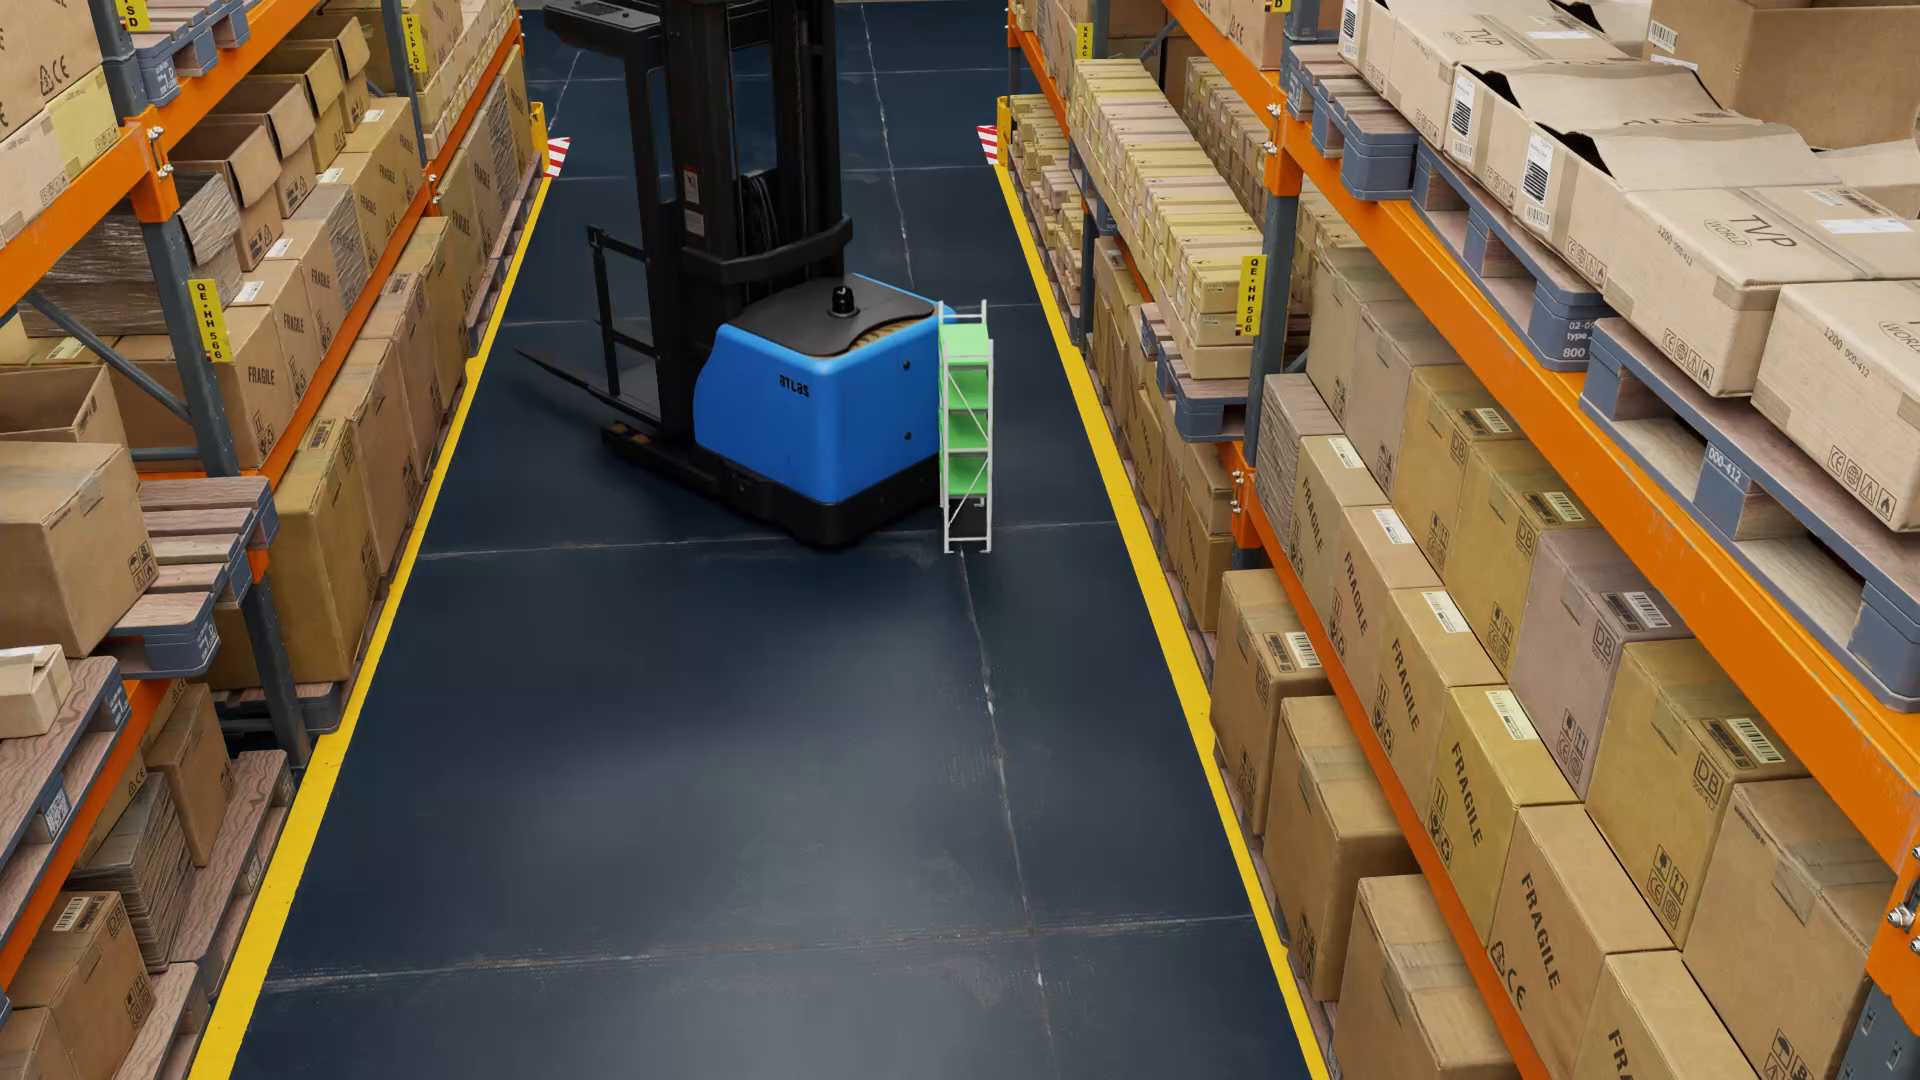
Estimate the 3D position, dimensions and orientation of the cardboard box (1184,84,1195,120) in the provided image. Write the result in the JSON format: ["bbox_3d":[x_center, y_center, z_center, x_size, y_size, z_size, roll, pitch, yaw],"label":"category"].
[{"bbox_3d":[1.509,-2.545,9.631,0.380,0.149,0.250,-2,31,-3],"label":"cardboard box"}]

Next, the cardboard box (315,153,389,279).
[{"bbox_3d":[-3.262,-1.650,8.491,0.500,0.500,0.500,-3,31,-5],"label":"cardboard box"}]

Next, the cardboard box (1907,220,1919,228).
[{"bbox_3d":[2.150,-0.585,3.618,0.380,0.149,0.250,-3,31,-5],"label":"cardboard box"}]

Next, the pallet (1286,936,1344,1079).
[{"bbox_3d":[1.758,1.728,5.651,1.003,0.211,1.213,-3,31,-5],"label":"pallet"}]

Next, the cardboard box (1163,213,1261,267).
[{"bbox_3d":[1.100,-1.315,7.281,0.380,0.149,0.250,-2,31,-3],"label":"cardboard box"}]

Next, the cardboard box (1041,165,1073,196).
[{"bbox_3d":[0.787,-2.582,11.938,0.380,0.149,0.250,-4,31,-6],"label":"cardboard box"}]

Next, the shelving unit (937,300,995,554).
[{"bbox_3d":[0.027,-0.574,8.541,0.258,1.200,0.503,-2,31,-3],"label":"shelving unit"}]

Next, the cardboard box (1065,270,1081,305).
[{"bbox_3d":[0.899,-1.679,11.006,0.380,0.149,0.250,-2,31,-4],"label":"cardboard box"}]

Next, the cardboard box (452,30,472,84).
[{"bbox_3d":[-3.552,-3.187,11.016,0.500,0.250,0.500,-2,31,-3],"label":"cardboard box"}]

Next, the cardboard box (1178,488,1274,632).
[{"bbox_3d":[1.327,0.073,7.731,0.500,0.500,0.500,-3,31,-5],"label":"cardboard box"}]

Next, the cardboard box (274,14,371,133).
[{"bbox_3d":[-3.605,-2.501,8.935,0.797,0.503,0.637,-4,31,-6],"label":"cardboard box"}]

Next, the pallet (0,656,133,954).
[{"bbox_3d":[-3.074,0.781,4.705,1.003,0.211,1.213,-3,31,-5],"label":"pallet"}]

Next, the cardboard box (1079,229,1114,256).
[{"bbox_3d":[0.982,-1.920,10.829,0.380,0.149,0.250,-2,31,-3],"label":"cardboard box"}]

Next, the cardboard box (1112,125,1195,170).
[{"bbox_3d":[0.975,-1.983,8.401,0.380,0.149,0.250,-2,31,-3],"label":"cardboard box"}]

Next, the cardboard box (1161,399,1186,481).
[{"bbox_3d":[1.266,-0.520,7.991,0.500,0.250,0.500,-2,31,-4],"label":"cardboard box"}]

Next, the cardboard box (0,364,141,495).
[{"bbox_3d":[-3.209,-0.260,5.753,0.500,0.500,0.500,-6,31,-11],"label":"cardboard box"}]

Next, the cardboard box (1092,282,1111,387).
[{"bbox_3d":[1.080,-1.256,9.956,0.500,0.500,0.500,-2,31,-3],"label":"cardboard box"}]

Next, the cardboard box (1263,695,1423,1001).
[{"bbox_3d":[1.701,1.050,5.851,1.050,0.750,0.750,-2,31,-4],"label":"cardboard box"}]

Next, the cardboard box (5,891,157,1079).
[{"bbox_3d":[-3.092,1.487,5.345,0.700,0.500,0.500,0,31,0],"label":"cardboard box"}]

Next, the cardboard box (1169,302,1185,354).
[{"bbox_3d":[1.123,-0.926,7.210,0.380,0.149,0.250,-3,31,-5],"label":"cardboard box"}]

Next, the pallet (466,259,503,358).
[{"bbox_3d":[-3.666,-1.547,11.135,1.003,0.211,1.213,-3,31,-5],"label":"pallet"}]

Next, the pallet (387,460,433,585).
[{"bbox_3d":[-3.409,-0.141,8.780,1.003,0.211,1.213,-3,31,-5],"label":"pallet"}]

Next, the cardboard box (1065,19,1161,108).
[{"bbox_3d":[0.948,-2.943,10.364,0.500,0.500,0.500,-3,31,-5],"label":"cardboard box"}]

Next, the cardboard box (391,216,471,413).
[{"bbox_3d":[-3.593,-1.295,9.655,1.225,0.875,0.875,-3,31,-4],"label":"cardboard box"}]

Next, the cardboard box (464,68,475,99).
[{"bbox_3d":[-3.491,-3.073,11.215,0.380,0.149,0.250,-2,31,-4],"label":"cardboard box"}]

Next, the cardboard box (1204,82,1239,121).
[{"bbox_3d":[1.555,-2.402,9.101,0.380,0.149,0.250,-4,31,-6],"label":"cardboard box"}]

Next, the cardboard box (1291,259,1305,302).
[{"bbox_3d":[1.730,-1.219,7.702,0.380,0.149,0.250,-1,31,-2],"label":"cardboard box"}]

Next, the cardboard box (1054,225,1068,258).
[{"bbox_3d":[0.849,-2.042,11.324,0.380,0.149,0.250,-4,31,-6],"label":"cardboard box"}]

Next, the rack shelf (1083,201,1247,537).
[{"bbox_3d":[1.462,-1.209,8.550,1.077,0.370,4.000,-3,31,-5],"label":"rack shelf"}]

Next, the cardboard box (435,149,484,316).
[{"bbox_3d":[-3.655,-1.962,10.771,0.875,0.875,0.875,-3,31,-5],"label":"cardboard box"}]

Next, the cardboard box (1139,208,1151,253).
[{"bbox_3d":[1.051,-1.452,7.802,0.380,0.149,0.250,-3,31,-5],"label":"cardboard box"}]

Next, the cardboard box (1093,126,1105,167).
[{"bbox_3d":[0.929,-2.119,8.918,0.380,0.149,0.250,-4,31,-7],"label":"cardboard box"}]

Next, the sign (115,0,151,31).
[{"bbox_3d":[-2.759,-1.845,5.485,0.100,0.325,0.005,-3,31,-5],"label":"sign"}]

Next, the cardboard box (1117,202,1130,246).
[{"bbox_3d":[1.001,-1.593,8.327,0.380,0.149,0.250,-4,31,-7],"label":"cardboard box"}]

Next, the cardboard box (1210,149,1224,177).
[{"bbox_3d":[1.578,-2.030,9.059,0.380,0.149,0.250,-4,31,-7],"label":"cardboard box"}]

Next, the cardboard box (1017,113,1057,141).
[{"bbox_3d":[0.653,-3.239,13.038,0.380,0.149,0.250,-3,31,-5],"label":"cardboard box"}]

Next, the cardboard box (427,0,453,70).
[{"bbox_3d":[-3.501,-3.246,10.385,0.500,0.500,0.500,-3,31,-5],"label":"cardboard box"}]

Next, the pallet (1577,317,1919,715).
[{"bbox_3d":[1.887,-0.126,3.297,0.805,0.209,1.217,-4,31,-7],"label":"pallet"}]

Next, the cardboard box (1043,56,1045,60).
[{"bbox_3d":[0.801,-3.498,11.926,0.380,0.149,0.250,-2,31,-3],"label":"cardboard box"}]

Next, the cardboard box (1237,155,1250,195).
[{"bbox_3d":[1.635,-1.872,8.505,0.380,0.149,0.250,-3,31,-4],"label":"cardboard box"}]

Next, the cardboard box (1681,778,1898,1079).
[{"bbox_3d":[1.970,0.820,3.379,0.700,0.500,0.500,-3,31,-5],"label":"cardboard box"}]

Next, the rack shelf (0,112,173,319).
[{"bbox_3d":[-3.112,-0.268,4.050,1.077,0.370,4.000,-3,31,-5],"label":"rack shelf"}]

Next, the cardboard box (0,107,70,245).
[{"bbox_3d":[-2.951,-1.050,4.804,0.500,0.250,0.500,-3,31,-5],"label":"cardboard box"}]

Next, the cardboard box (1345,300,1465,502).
[{"bbox_3d":[1.729,-0.481,5.557,0.700,0.500,0.500,-3,31,-5],"label":"cardboard box"}]

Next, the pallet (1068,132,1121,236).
[{"bbox_3d":[1.201,-2.059,9.459,1.003,0.211,1.213,-3,31,-5],"label":"pallet"}]

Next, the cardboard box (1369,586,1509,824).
[{"bbox_3d":[1.563,0.474,4.934,0.500,0.500,0.500,-3,31,-5],"label":"cardboard box"}]

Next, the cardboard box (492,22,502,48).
[{"bbox_3d":[-3.615,-3.732,12.318,0.380,0.149,0.250,-2,31,-4],"label":"cardboard box"}]

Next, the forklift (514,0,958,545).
[{"bbox_3d":[-1.427,-1.869,9.021,3.031,2.935,1.130,25,39,35],"label":"forklift"}]

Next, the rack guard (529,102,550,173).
[{"bbox_3d":[-4.049,-3.334,13.844,1.175,0.500,0.348,-3,31,-5],"label":"rack guard"}]

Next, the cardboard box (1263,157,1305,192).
[{"bbox_3d":[1.674,-1.741,7.994,0.380,0.149,0.250,-2,31,-3],"label":"cardboard box"}]

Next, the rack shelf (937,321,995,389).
[{"bbox_3d":[0.027,-0.931,8.327,0.258,0.148,0.480,-2,31,-3],"label":"rack shelf"}]

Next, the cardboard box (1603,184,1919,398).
[{"bbox_3d":[1.688,-0.521,3.411,0.500,0.250,0.500,-3,31,-5],"label":"cardboard box"}]

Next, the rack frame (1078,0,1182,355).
[{"bbox_3d":[1.275,-2.539,10.075,1.000,3.000,0.127,-3,31,-5],"label":"rack frame"}]

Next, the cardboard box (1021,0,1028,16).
[{"bbox_3d":[0.743,-4.237,12.531,0.500,0.500,0.500,-3,31,-4],"label":"cardboard box"}]

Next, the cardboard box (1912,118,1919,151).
[{"bbox_3d":[5.972,-2.526,10.200,0.500,0.250,0.500,-3,31,-6],"label":"cardboard box"}]

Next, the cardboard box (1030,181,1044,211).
[{"bbox_3d":[0.737,-2.605,12.557,0.380,0.149,0.250,-4,31,-7],"label":"cardboard box"}]

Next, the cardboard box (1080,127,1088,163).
[{"bbox_3d":[0.885,-2.247,9.422,0.380,0.149,0.250,-2,31,-4],"label":"cardboard box"}]

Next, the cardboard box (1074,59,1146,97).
[{"bbox_3d":[0.854,-2.643,9.506,0.380,0.149,0.250,-1,31,-2],"label":"cardboard box"}]

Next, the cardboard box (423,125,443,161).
[{"bbox_3d":[-3.369,-2.412,10.108,0.380,0.149,0.250,-3,31,-4],"label":"cardboard box"}]
